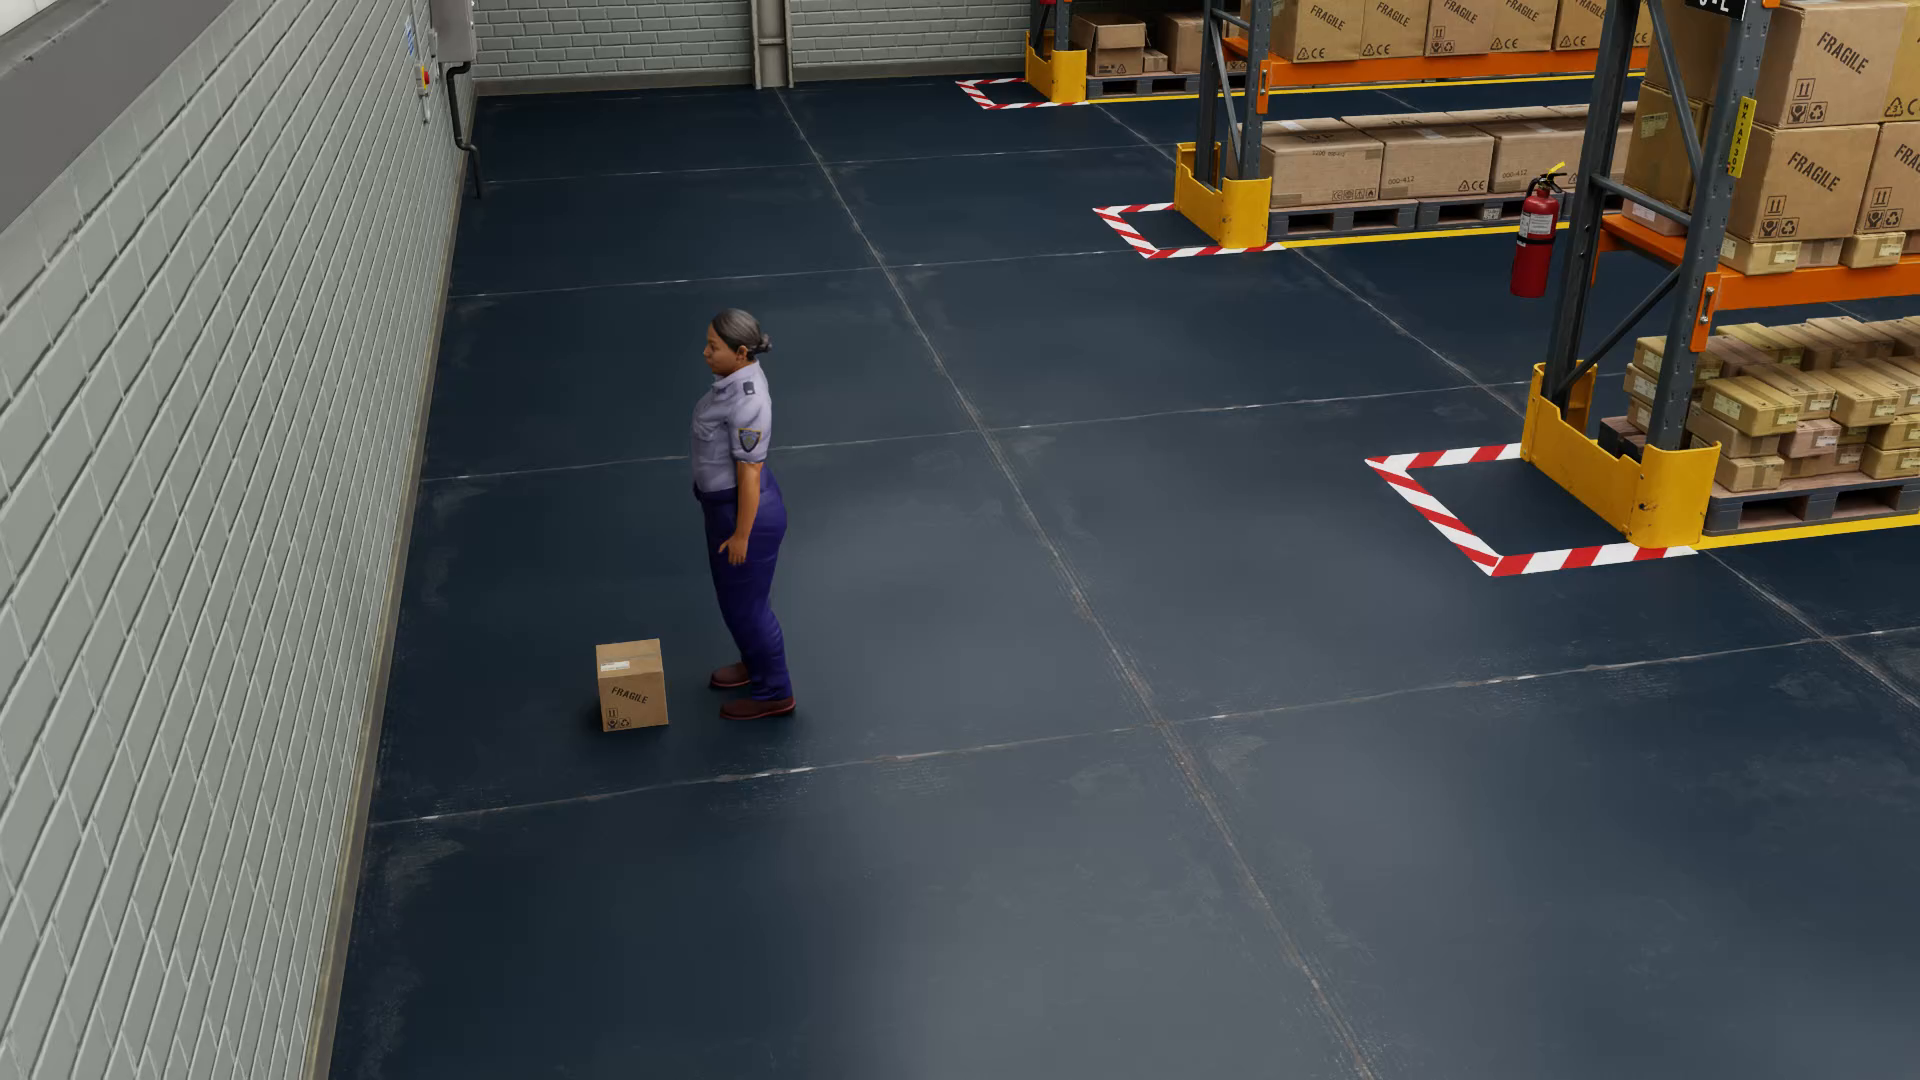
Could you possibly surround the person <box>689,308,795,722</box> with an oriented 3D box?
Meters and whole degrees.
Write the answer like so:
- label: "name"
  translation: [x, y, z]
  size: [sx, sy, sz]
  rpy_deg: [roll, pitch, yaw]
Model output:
- label: "person"
  translation: [-0.836, -0.091, 6.324]
  size: [0.343, 1.648, 0.466]
  rpy_deg: [-5, 27, -10]
